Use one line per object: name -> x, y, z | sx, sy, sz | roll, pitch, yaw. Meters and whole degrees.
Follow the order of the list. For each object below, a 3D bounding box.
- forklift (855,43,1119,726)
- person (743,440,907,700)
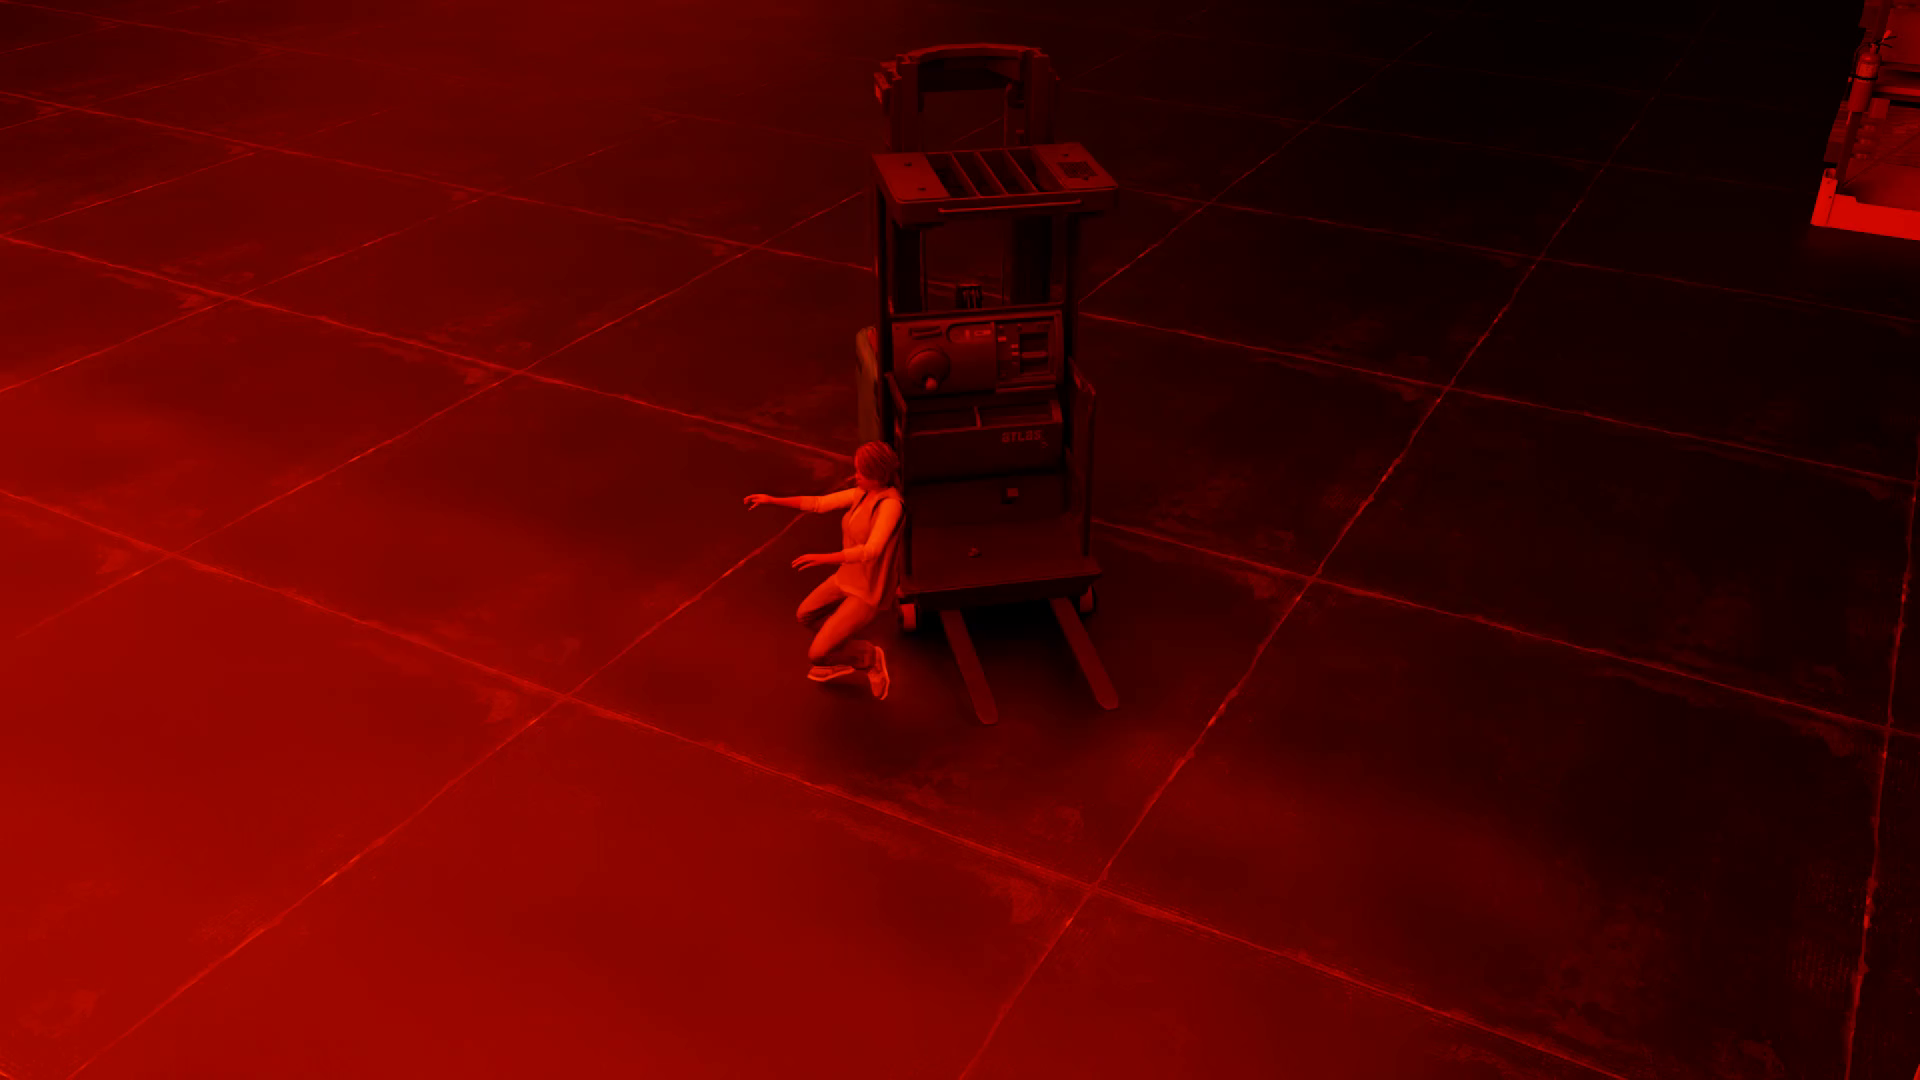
forklift -> 0.146, -0.960, 8.735 | 1.130, 2.935, 3.031 | -6, 30, -10
person -> -0.618, 0.215, 8.119 | 0.705, 1.443, 0.688 | -10, 31, -16
